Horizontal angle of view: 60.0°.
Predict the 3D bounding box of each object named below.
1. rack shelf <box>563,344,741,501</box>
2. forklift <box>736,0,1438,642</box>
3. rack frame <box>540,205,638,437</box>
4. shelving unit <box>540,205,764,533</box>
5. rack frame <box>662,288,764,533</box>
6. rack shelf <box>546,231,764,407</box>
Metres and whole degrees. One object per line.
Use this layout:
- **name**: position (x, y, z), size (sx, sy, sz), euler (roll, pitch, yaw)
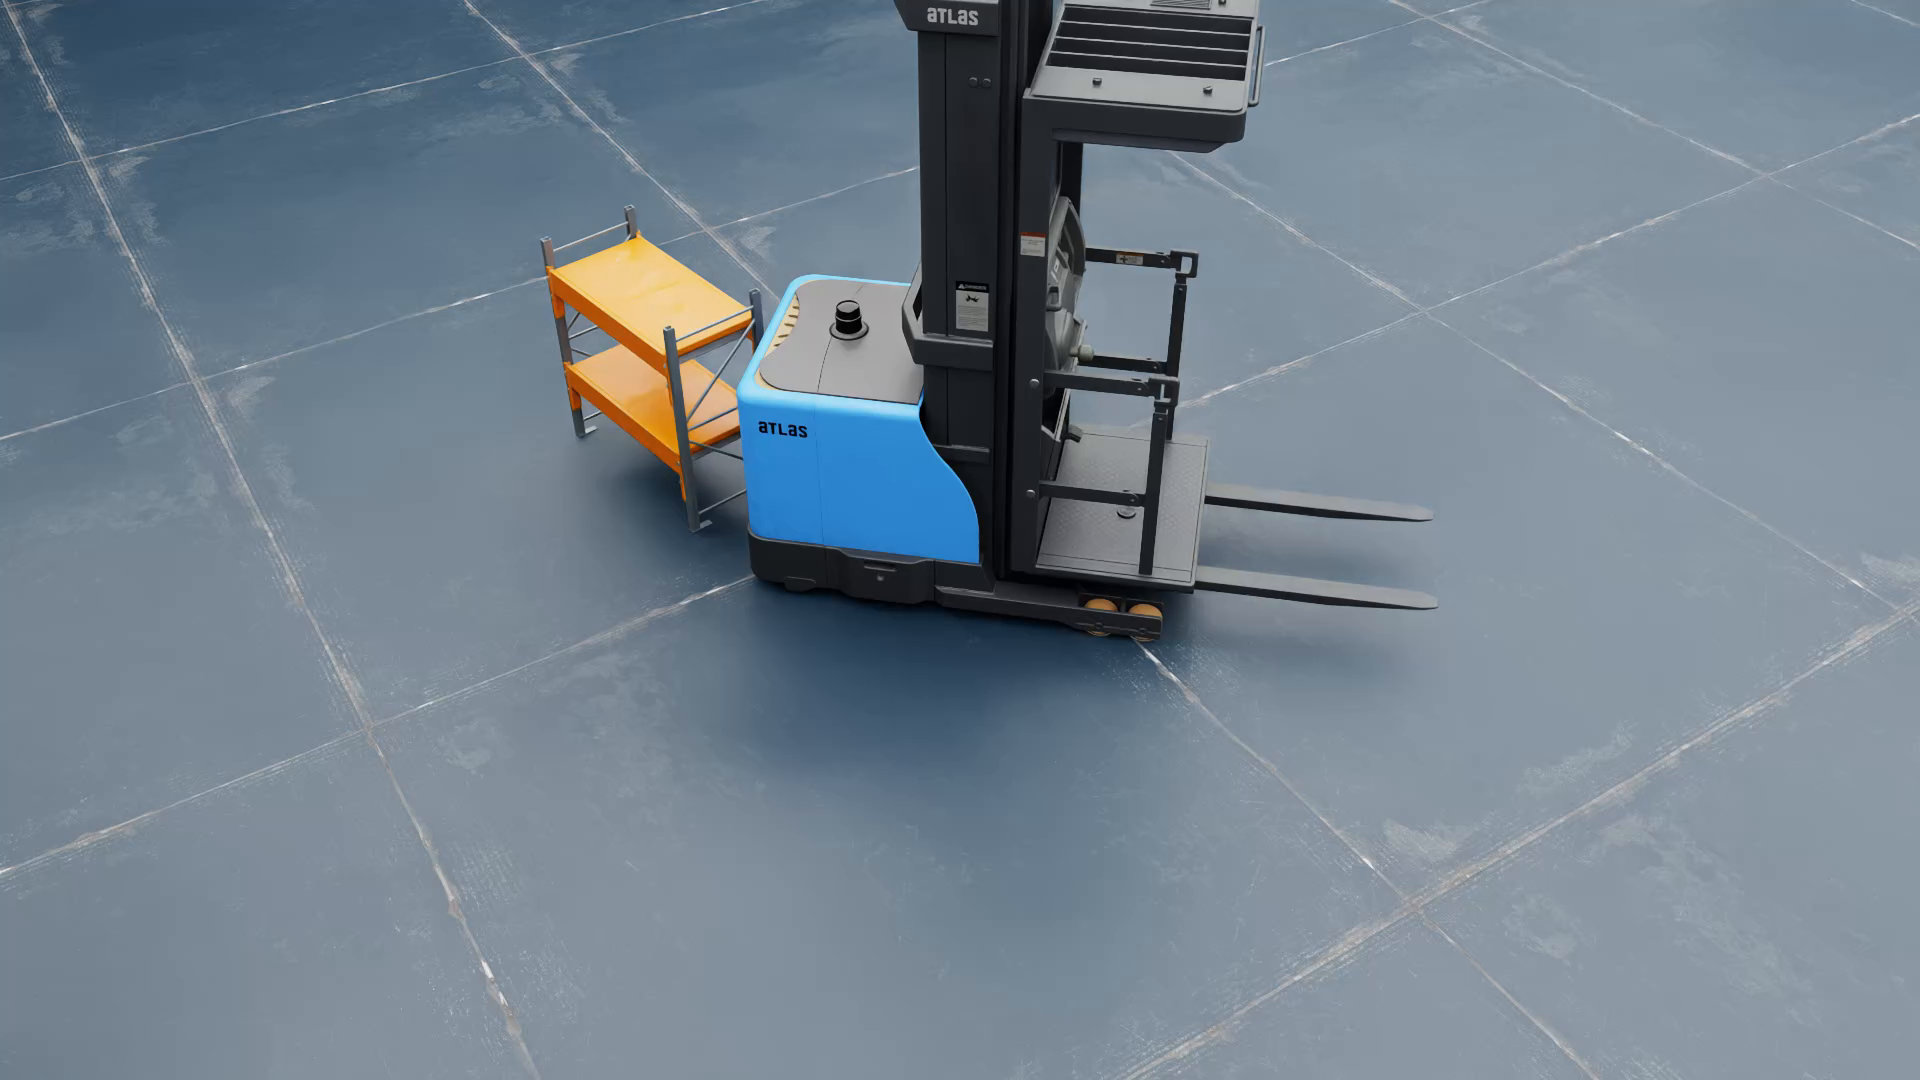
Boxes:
- **rack shelf**: position (-1.419, -0.633, 8.074), size (0.538, 0.278, 1.000), euler (-30, 48, -31)
- **forklift**: position (0.619, -1.052, 6.784), size (3.031, 2.935, 1.130), euler (7, 40, 8)
- **rack frame**: position (-1.756, -1.065, 8.210), size (0.500, 1.125, 0.032), euler (-30, 48, -31)
- **shelving unit**: position (-1.419, -0.821, 7.917), size (0.538, 1.125, 1.048), euler (-30, 48, -31)
- **rack frame**: position (-1.082, -0.577, 7.625), size (0.500, 1.125, 0.032), euler (-30, 48, -31)
- **rack shelf**: position (-1.419, -1.046, 7.730), size (0.538, 0.278, 1.000), euler (-30, 48, -31)
